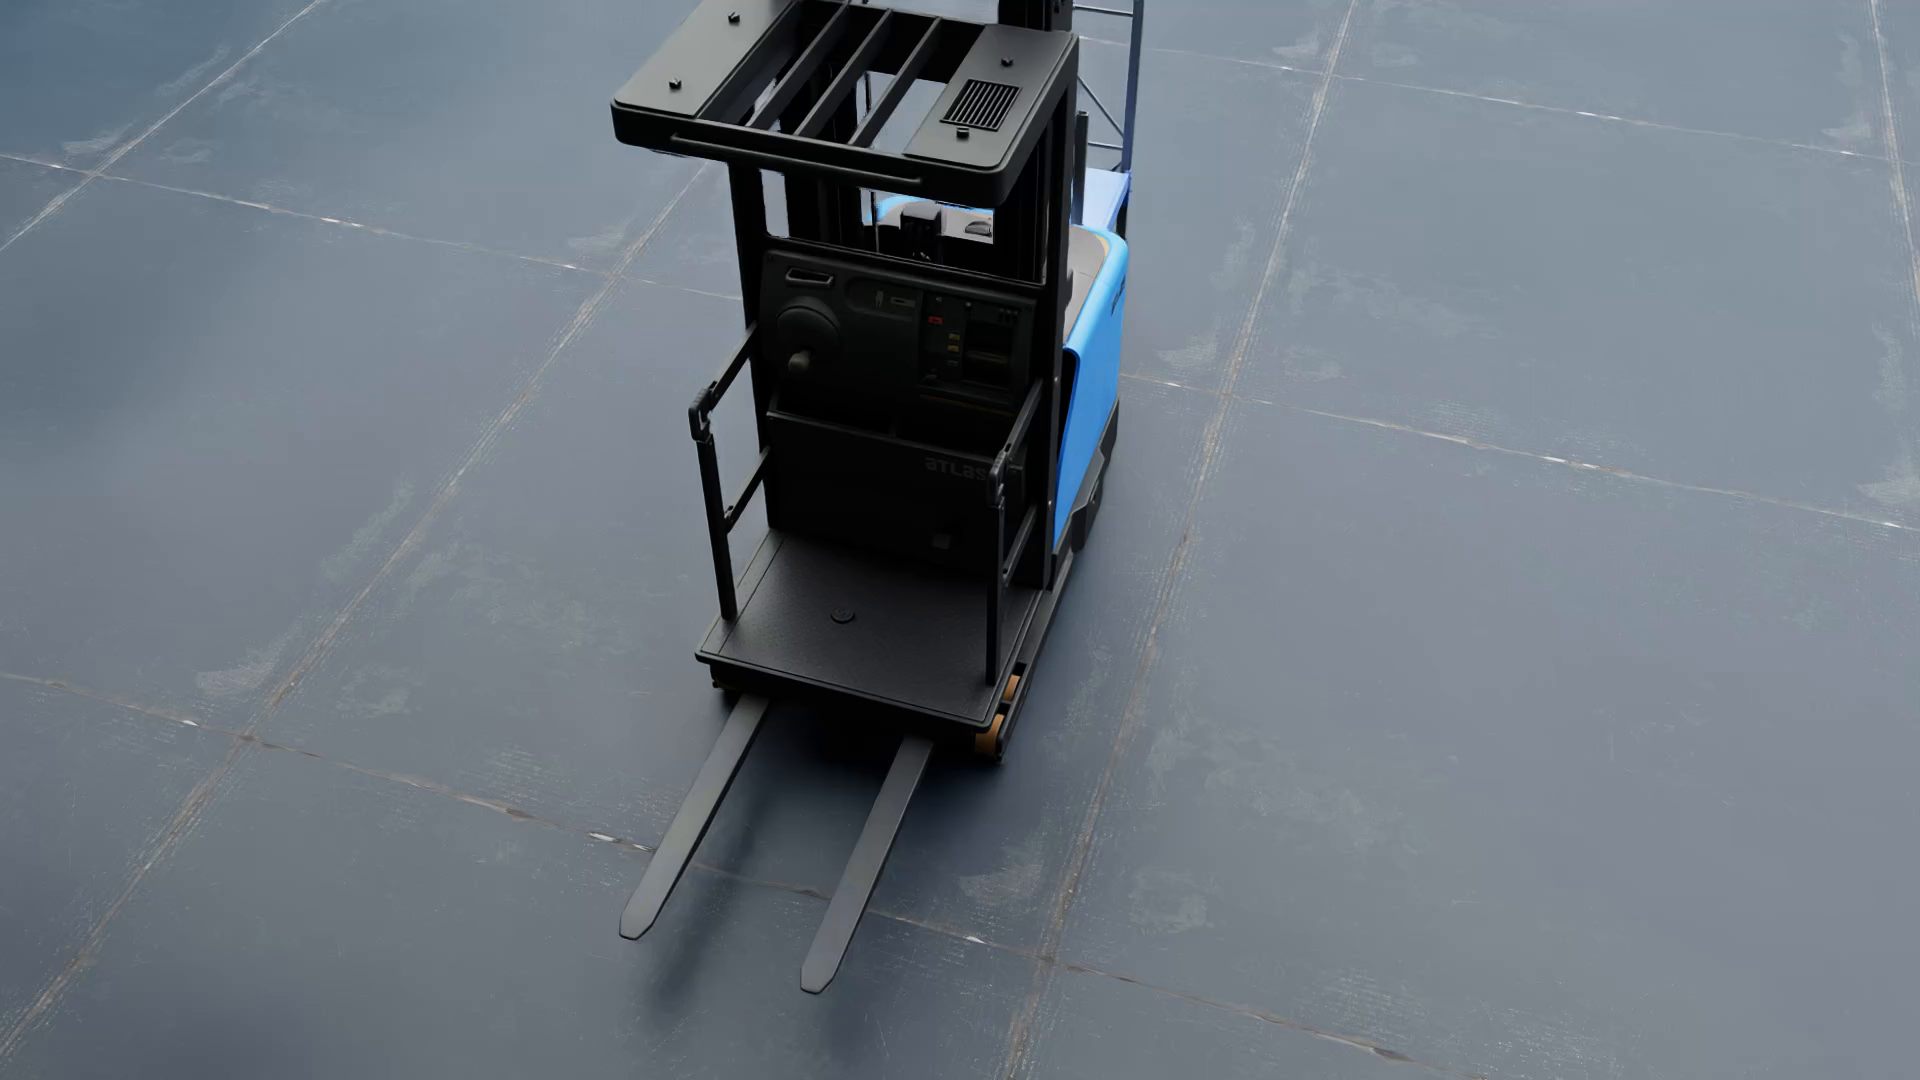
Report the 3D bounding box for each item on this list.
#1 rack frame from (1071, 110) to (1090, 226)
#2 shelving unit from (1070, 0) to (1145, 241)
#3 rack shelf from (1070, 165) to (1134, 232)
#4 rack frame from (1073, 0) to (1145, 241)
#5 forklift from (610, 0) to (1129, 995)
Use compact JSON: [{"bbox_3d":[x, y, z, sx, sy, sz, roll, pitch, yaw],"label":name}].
[{"bbox_3d":[0.243,-1.114,6.816,0.500,1.500,0.032,12,46,12],"label":"rack frame"},{"bbox_3d":[0.388,-1.455,7.164,0.538,1.500,1.048,12,46,12],"label":"shelving unit"},{"bbox_3d":[0.388,-1.326,7.290,0.538,0.185,1.000,12,46,12],"label":"rack shelf"},{"bbox_3d":[0.533,-1.796,7.513,0.500,1.500,0.032,12,46,12],"label":"rack frame"},{"bbox_3d":[-0.275,-0.592,5.260,1.130,2.935,3.031,13,46,13],"label":"forklift"}]
